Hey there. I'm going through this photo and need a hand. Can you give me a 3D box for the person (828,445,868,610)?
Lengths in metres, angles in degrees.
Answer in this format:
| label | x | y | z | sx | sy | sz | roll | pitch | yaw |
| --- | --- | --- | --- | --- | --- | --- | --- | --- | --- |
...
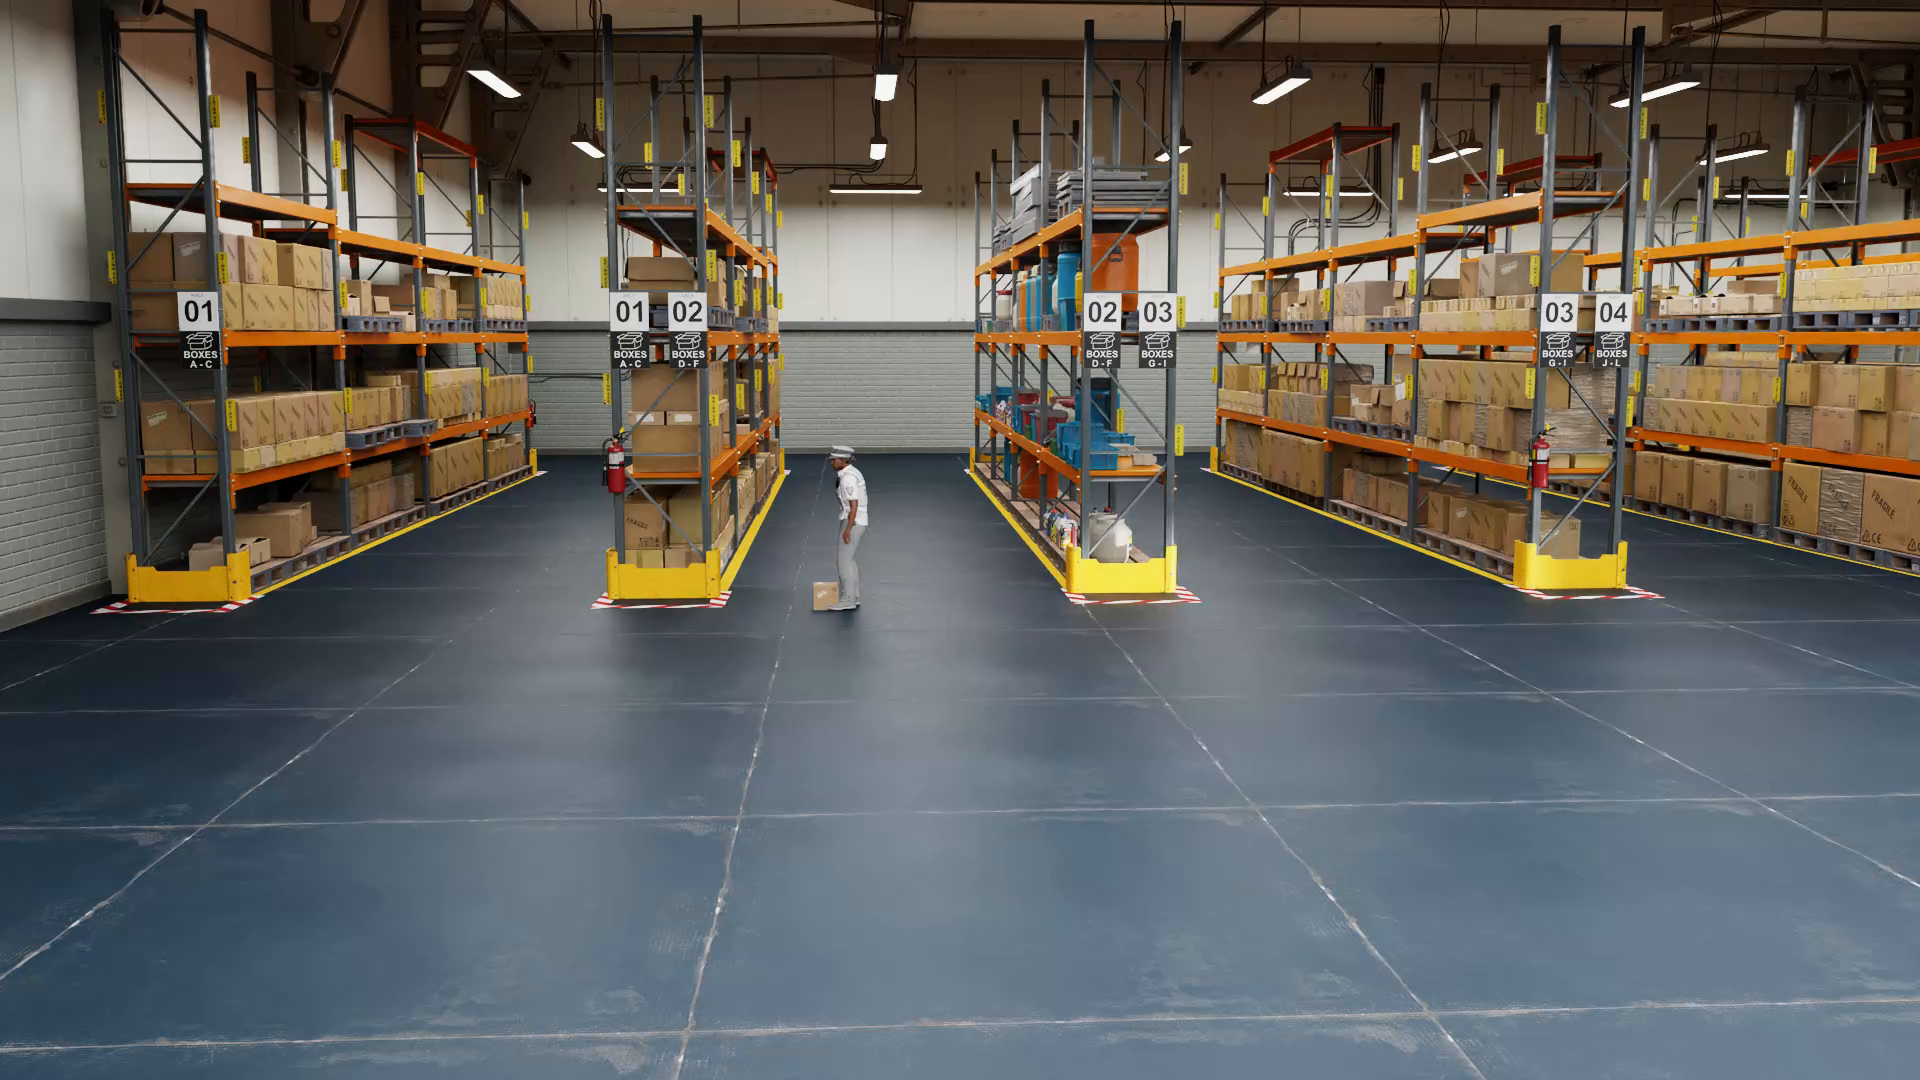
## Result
| label | x | y | z | sx | sy | sz | roll | pitch | yaw |
| --- | --- | --- | --- | --- | --- | --- | --- | --- | --- |
| person | -1.146 | -0.133 | 16.826 | 0.423 | 1.663 | 0.532 | -1 | 7 | -7 |
